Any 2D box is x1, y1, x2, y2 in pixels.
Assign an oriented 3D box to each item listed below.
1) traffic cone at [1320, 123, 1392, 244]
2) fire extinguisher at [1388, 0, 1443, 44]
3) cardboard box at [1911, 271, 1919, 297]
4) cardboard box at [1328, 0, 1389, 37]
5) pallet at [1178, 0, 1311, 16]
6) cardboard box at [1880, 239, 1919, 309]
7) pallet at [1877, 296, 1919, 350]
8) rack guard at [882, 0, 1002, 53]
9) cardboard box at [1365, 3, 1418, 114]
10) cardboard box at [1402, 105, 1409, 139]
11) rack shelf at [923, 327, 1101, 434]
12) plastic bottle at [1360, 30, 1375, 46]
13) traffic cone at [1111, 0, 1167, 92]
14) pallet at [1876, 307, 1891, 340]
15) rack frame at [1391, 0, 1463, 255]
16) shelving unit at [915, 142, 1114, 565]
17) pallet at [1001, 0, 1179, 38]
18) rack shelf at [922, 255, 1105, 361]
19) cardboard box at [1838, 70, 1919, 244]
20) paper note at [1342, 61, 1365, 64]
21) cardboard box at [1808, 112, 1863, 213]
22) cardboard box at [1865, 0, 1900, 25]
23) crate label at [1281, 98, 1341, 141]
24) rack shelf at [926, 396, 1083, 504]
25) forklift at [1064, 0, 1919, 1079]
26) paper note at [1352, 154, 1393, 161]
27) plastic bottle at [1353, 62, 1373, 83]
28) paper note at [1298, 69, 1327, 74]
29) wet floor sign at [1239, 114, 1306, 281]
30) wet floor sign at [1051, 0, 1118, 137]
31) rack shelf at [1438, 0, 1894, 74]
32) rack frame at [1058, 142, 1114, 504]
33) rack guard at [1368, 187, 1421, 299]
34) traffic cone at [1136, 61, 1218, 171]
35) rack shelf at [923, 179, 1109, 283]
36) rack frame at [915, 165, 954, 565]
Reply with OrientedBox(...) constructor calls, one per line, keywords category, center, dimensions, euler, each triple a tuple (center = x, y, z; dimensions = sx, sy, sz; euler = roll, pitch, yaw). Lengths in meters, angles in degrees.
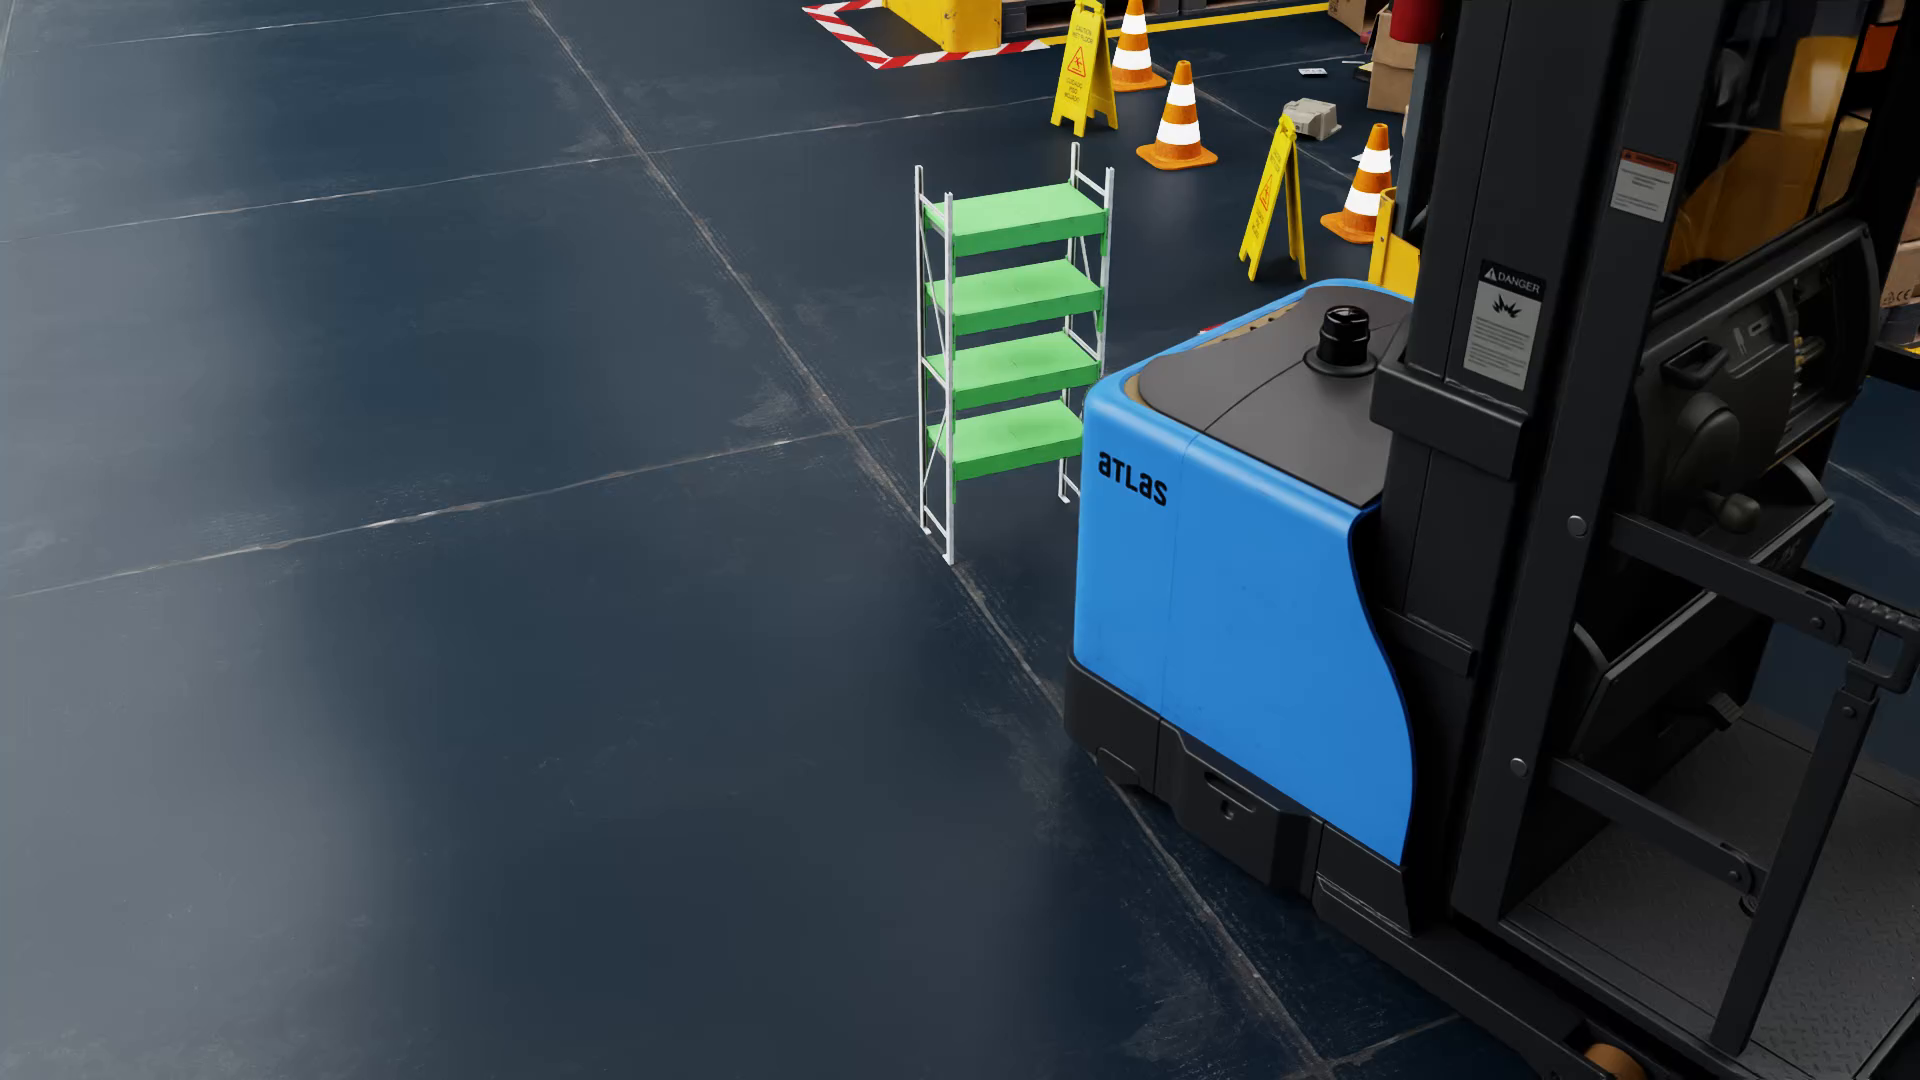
OrientedBox(category="traffic cone", center=(1.803, -1.583, 7.259), dimensions=(0.334, 0.463, 0.336), euler=(-13, 35, -19))
OrientedBox(category="fire extinguisher", center=(1.622, -2.082, 5.771), dimensions=(0.183, 0.674, 0.296), euler=(-13, 35, -19))
OrientedBox(category="cardboard box", center=(3.729, -1.188, 6.461), dimensions=(0.500, 0.250, 0.500), euler=(-11, 35, -16))
OrientedBox(category="cardboard box", center=(2.551, -3.329, 9.906), dimensions=(0.500, 0.500, 0.500), euler=(-7, 34, -11))
OrientedBox(category="pallet", center=(1.727, -3.670, 10.697), dimensions=(1.213, 0.211, 1.003), euler=(-13, 35, -19))
OrientedBox(category="cardboard box", center=(3.230, -1.066, 6.274), dimensions=(0.500, 0.250, 0.500), euler=(-12, 35, -17))
OrientedBox(category="pallet", center=(3.862, -1.164, 6.845), dimensions=(1.213, 0.211, 1.003), euler=(-13, 35, -19))
OrientedBox(category="rack guard", center=(-0.126, -3.322, 9.898), dimensions=(0.348, 0.500, 1.175), euler=(-13, 35, -19))
OrientedBox(category="cardboard box", center=(2.545, -2.505, 8.638), dimensions=(0.797, 0.503, 0.637), euler=(16, 36, 23))
OrientedBox(category="cardboard box", center=(2.332, -2.005, 8.195), dimensions=(0.250, 0.149, 0.380), euler=(4, 33, 6))
OrientedBox(category="rack shelf", center=(0.153, -0.484, 5.011), dimensions=(0.480, 0.148, 0.258), euler=(-13, 35, -19))
OrientedBox(category="plastic bottle", center=(2.475, -2.892, 9.639), dimensions=(0.133, 0.061, 0.283), euler=(-27, 42, -35))
OrientedBox(category="traffic cone", center=(0.936, -2.710, 8.990), dimensions=(0.334, 0.463, 0.336), euler=(-13, 35, -19))
OrientedBox(category="pallet", center=(2.739, -0.908, 6.452), dimensions=(1.213, 0.211, 1.003), euler=(-13, 35, -19))
OrientedBox(category="rack frame", center=(1.906, -1.907, 5.431), dimensions=(0.127, 3.000, 1.000), euler=(-13, 35, -19))
OrientedBox(category="shelving unit", center=(0.153, -0.538, 4.977), dimensions=(0.503, 1.200, 0.258), euler=(-13, 35, -19))
OrientedBox(category="pallet", center=(0.603, -3.414, 10.304), dimensions=(1.213, 0.211, 1.003), euler=(-13, 35, -19))
OrientedBox(category="rack shelf", center=(0.153, -0.685, 4.880), dimensions=(0.480, 0.148, 0.258), euler=(-13, 35, -19))
OrientedBox(category="cardboard box", center=(3.259, -1.394, 6.091), dimensions=(0.500, 0.500, 0.500), euler=(-14, 36, -21))
OrientedBox(category="paper note", center=(2.221, -2.696, 9.384), dimensions=(0.123, 0.001, 0.032), euler=(4, 33, 6))
OrientedBox(category="cardboard box", center=(2.778, -1.282, 5.918), dimensions=(0.500, 0.500, 0.500), euler=(-14, 36, -21))
OrientedBox(category="cardboard box", center=(3.054, -1.876, 5.613), dimensions=(0.250, 0.149, 0.380), euler=(-12, 35, -18))
OrientedBox(category="crate label", center=(1.761, -2.130, 8.399), dimensions=(0.250, 0.136, 0.298), euler=(23, 39, 30))
OrientedBox(category="rack shelf", center=(0.153, -0.283, 5.142), dimensions=(0.480, 0.148, 0.258), euler=(-13, 35, -19))
OrientedBox(category="forklift", center=(1.633, -0.265, 2.970), dimensions=(1.130, 2.935, 3.031), euler=(-26, 41, -34))
OrientedBox(category="paper note", center=(2.007, -1.863, 8.086), dimensions=(0.142, 0.019, 0.148), euler=(-27, 42, -35))
OrientedBox(category="plastic bottle", center=(2.308, -2.595, 9.181), dimensions=(0.283, 0.061, 0.133), euler=(-27, 42, -35))
OrientedBox(category="paper note", center=(1.961, -2.598, 9.217), dimensions=(0.142, 0.017, 0.144), euler=(-2, 33, -2))
OrientedBox(category="wet floor sign", center=(1.317, -1.418, 6.838), dimensions=(0.232, 0.644, 0.267), euler=(-2, 33, -2))
OrientedBox(category="wet floor sign", center=(0.636, -2.386, 8.326), dimensions=(0.232, 0.644, 0.267), euler=(-19, 38, -27))
OrientedBox(category="rack shelf", center=(3.750, -2.028, 6.276), dimensions=(4.000, 0.370, 1.077), euler=(-13, 35, -19))
OrientedBox(category="rack frame", center=(0.378, -0.589, 5.056), dimensions=(0.015, 1.200, 0.240), euler=(-13, 35, -19))
OrientedBox(category="rack guard", center=(1.976, -0.876, 6.137), dimensions=(0.348, 0.500, 1.175), euler=(-13, 35, -19))
OrientedBox(category="traffic cone", center=(1.060, -2.070, 8.007), dimensions=(0.334, 0.463, 0.336), euler=(-13, 35, -19))
OrientedBox(category="rack shelf", center=(0.153, -0.887, 4.750), dimensions=(0.480, 0.148, 0.258), euler=(-13, 35, -19))
OrientedBox(category="rack frame", center=(-0.072, -0.486, 4.897), dimensions=(0.015, 1.200, 0.240), euler=(-13, 35, -19))
